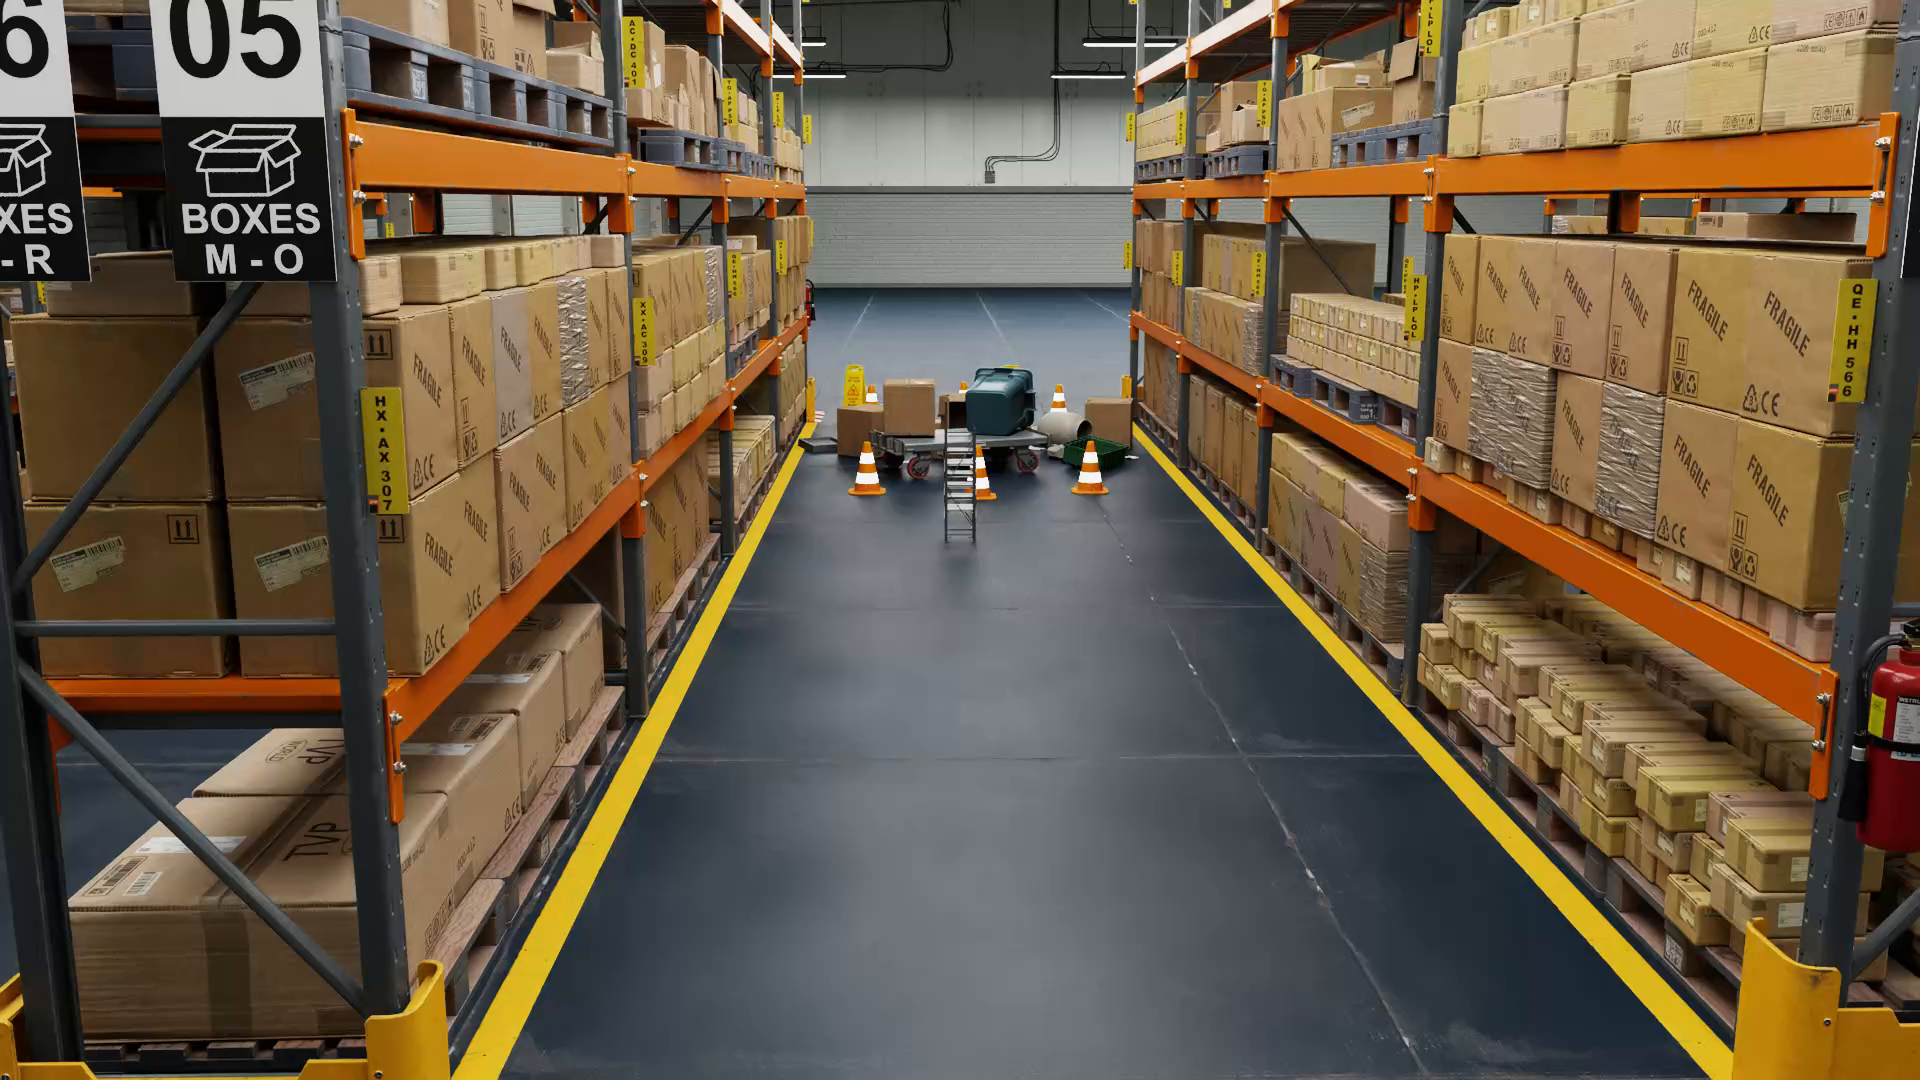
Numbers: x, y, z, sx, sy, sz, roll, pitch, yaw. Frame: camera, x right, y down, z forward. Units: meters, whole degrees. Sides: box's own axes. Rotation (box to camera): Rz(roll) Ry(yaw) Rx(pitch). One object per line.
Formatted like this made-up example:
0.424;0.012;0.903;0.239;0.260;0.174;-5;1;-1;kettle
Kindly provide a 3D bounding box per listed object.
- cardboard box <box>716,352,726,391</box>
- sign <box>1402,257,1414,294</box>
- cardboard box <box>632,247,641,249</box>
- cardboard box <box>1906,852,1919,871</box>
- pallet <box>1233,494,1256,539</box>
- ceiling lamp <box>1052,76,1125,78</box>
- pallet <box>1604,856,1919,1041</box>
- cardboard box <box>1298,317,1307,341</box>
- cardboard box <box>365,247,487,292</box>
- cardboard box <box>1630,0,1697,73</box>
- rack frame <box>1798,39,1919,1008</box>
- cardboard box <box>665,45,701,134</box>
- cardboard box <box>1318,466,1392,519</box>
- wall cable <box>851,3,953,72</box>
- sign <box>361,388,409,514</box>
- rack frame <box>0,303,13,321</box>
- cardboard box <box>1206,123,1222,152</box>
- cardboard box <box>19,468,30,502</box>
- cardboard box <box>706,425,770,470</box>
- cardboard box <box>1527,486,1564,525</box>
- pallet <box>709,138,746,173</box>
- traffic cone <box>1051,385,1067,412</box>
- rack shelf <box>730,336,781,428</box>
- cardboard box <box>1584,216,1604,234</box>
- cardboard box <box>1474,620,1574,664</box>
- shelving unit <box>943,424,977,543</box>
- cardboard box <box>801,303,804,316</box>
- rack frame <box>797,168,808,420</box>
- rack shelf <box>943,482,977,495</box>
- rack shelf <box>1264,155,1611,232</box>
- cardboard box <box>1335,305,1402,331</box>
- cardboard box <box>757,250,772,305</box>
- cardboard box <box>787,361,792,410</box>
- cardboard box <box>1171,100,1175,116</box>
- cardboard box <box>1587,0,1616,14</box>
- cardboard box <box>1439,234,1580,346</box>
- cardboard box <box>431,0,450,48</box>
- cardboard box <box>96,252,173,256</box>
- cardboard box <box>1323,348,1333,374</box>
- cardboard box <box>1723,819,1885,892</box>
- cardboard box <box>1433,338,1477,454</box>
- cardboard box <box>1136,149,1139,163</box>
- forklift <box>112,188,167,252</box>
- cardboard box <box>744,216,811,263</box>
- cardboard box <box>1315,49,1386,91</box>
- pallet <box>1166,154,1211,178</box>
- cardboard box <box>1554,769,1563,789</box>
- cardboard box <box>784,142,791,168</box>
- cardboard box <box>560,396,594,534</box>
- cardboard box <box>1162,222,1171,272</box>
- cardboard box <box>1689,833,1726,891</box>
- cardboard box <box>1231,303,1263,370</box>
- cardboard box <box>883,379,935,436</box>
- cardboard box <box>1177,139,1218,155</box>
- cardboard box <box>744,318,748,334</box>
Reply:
-1.922;-1.180;11.709;0.500;0.250;0.500;-1;11;-3;cardboard box
3.297;-1.926;12.297;0.100;0.325;0.005;0;11;-1;sign
-2.407;-1.695;11.101;0.500;0.500;0.500;0;11;-1;cardboard box
3.249;0.991;5.248;0.380;0.149;0.250;-1;11;-4;cardboard box
2.814;-0.184;13.435;1.003;0.211;1.213;0;11;-1;pallet
3.395;-12.236;43.962;1.941;0.041;0.237;0;11;-1;ceiling lamp
2.937;1.387;5.694;1.003;0.211;1.213;0;11;-1;pallet
2.571;-1.471;11.594;0.380;0.149;0.250;0;11;2;cardboard box
-1.807;-0.900;5.552;0.380;0.149;0.250;0;11;-1;cardboard box
2.636;-1.739;5.662;0.500;0.250;0.500;0;11;0;cardboard box
2.920;0.197;4.545;1.000;3.000;0.127;0;11;-1;rack frame
-1.866;-2.729;10.114;0.500;0.500;0.500;0;11;-1;cardboard box
2.547;-0.301;10.343;0.500;0.250;0.500;-1;11;-4;cardboard box
-1.767;-15.481;50.402;3.097;2.526;0.112;0;11;-1;wall cable
-1.472;-0.227;4.258;0.100;0.325;0.005;0;11;-1;sign
-7.152;-1.332;12.081;0.949;2.616;0.053;0;11;-1;rack frame
2.435;-3.727;15.370;0.258;0.266;0.396;0;11;-2;cardboard box
-6.931;-0.230;11.877;0.500;0.500;0.500;0;11;0;cardboard box
-2.243;-0.819;15.105;0.950;0.372;0.625;0;11;2;cardboard box
2.592;-0.156;6.916;0.380;0.149;0.250;0;11;1;cardboard box
-2.126;-2.603;11.275;1.213;0.211;1.003;0;11;1;pallet
1.180;-1.629;19.926;0.336;0.463;0.334;0;11;-1;traffic cone
-2.234;-1.398;14.216;1.077;0.370;4.000;0;11;-1;rack shelf
7.304;-3.360;18.561;0.500;0.500;0.500;0;11;-1;cardboard box
2.638;0.476;7.788;0.380;0.149;0.250;0;11;-2;cardboard box
0.000;-0.439;12.962;0.258;0.900;0.210;0;11;-1;shelving unit
-2.020;-2.697;19.440;0.380;0.149;0.250;0;11;-2;cardboard box
-2.358;-2.943;20.023;1.000;3.000;0.127;0;11;-1;rack frame
0.000;-0.407;12.968;0.258;0.077;0.200;0;11;-1;rack shelf
2.796;-2.114;10.198;1.077;0.370;4.000;0;11;-1;rack shelf
2.599;-1.414;10.564;0.380;0.149;0.250;0;11;1;cardboard box
-2.036;-2.458;15.575;0.500;0.500;0.500;0;11;-2;cardboard box
-2.040;-1.599;17.369;0.500;0.500;0.500;0;11;1;cardboard box
2.336;-4.353;16.745;0.380;0.149;0.250;0;11;-1;cardboard box
2.599;-2.063;6.257;0.380;0.149;0.250;-1;11;-3;cardboard box
2.603;-1.193;7.879;0.500;0.500;0.500;0;11;0;cardboard box
-2.008;-1.742;5.473;0.500;0.311;0.500;0;11;0;cardboard box
-2.353;-0.792;5.019;0.380;0.149;0.250;0;11;-2;cardboard box
2.588;-1.173;10.872;0.380;0.149;0.250;0;11;1;cardboard box
2.655;0.992;5.242;0.380;0.149;0.250;0;11;0;cardboard box
2.595;-0.694;7.935;0.500;0.500;0.500;0;11;-2;cardboard box
2.276;-4.516;19.555;0.380;0.149;0.250;0;11;-1;cardboard box
-4.722;-1.062;11.083;1.129;2.867;3.031;0;11;-2;forklift
-2.013;-3.326;18.395;0.700;0.500;0.500;0;11;-2;cardboard box
2.543;-3.053;10.843;0.396;0.266;0.258;0;11;-1;cardboard box
2.665;-3.778;16.816;1.003;0.211;1.213;0;11;-1;pallet
2.673;0.976;6.817;0.380;0.149;0.250;0;11;0;cardboard box
-2.028;-3.981;17.224;0.500;0.250;0.500;0;11;-1;cardboard box
-1.803;-0.314;6.810;0.500;0.500;0.500;0;11;-2;cardboard box
2.678;-3.187;18.131;0.875;0.550;0.500;0;11;-1;cardboard box
2.672;1.086;5.526;0.380;0.149;0.250;-1;11;-2;cardboard box
2.468;-1.630;13.299;0.500;0.500;0.500;0;11;-1;cardboard box
-0.496;-1.308;16.343;0.500;0.500;0.500;0;11;-1;cardboard box
2.345;-3.862;16.329;0.380;0.149;0.250;0;11;-1;cardboard box
-1.998;-1.823;14.075;0.380;0.149;0.250;0;11;1;cardboard box
